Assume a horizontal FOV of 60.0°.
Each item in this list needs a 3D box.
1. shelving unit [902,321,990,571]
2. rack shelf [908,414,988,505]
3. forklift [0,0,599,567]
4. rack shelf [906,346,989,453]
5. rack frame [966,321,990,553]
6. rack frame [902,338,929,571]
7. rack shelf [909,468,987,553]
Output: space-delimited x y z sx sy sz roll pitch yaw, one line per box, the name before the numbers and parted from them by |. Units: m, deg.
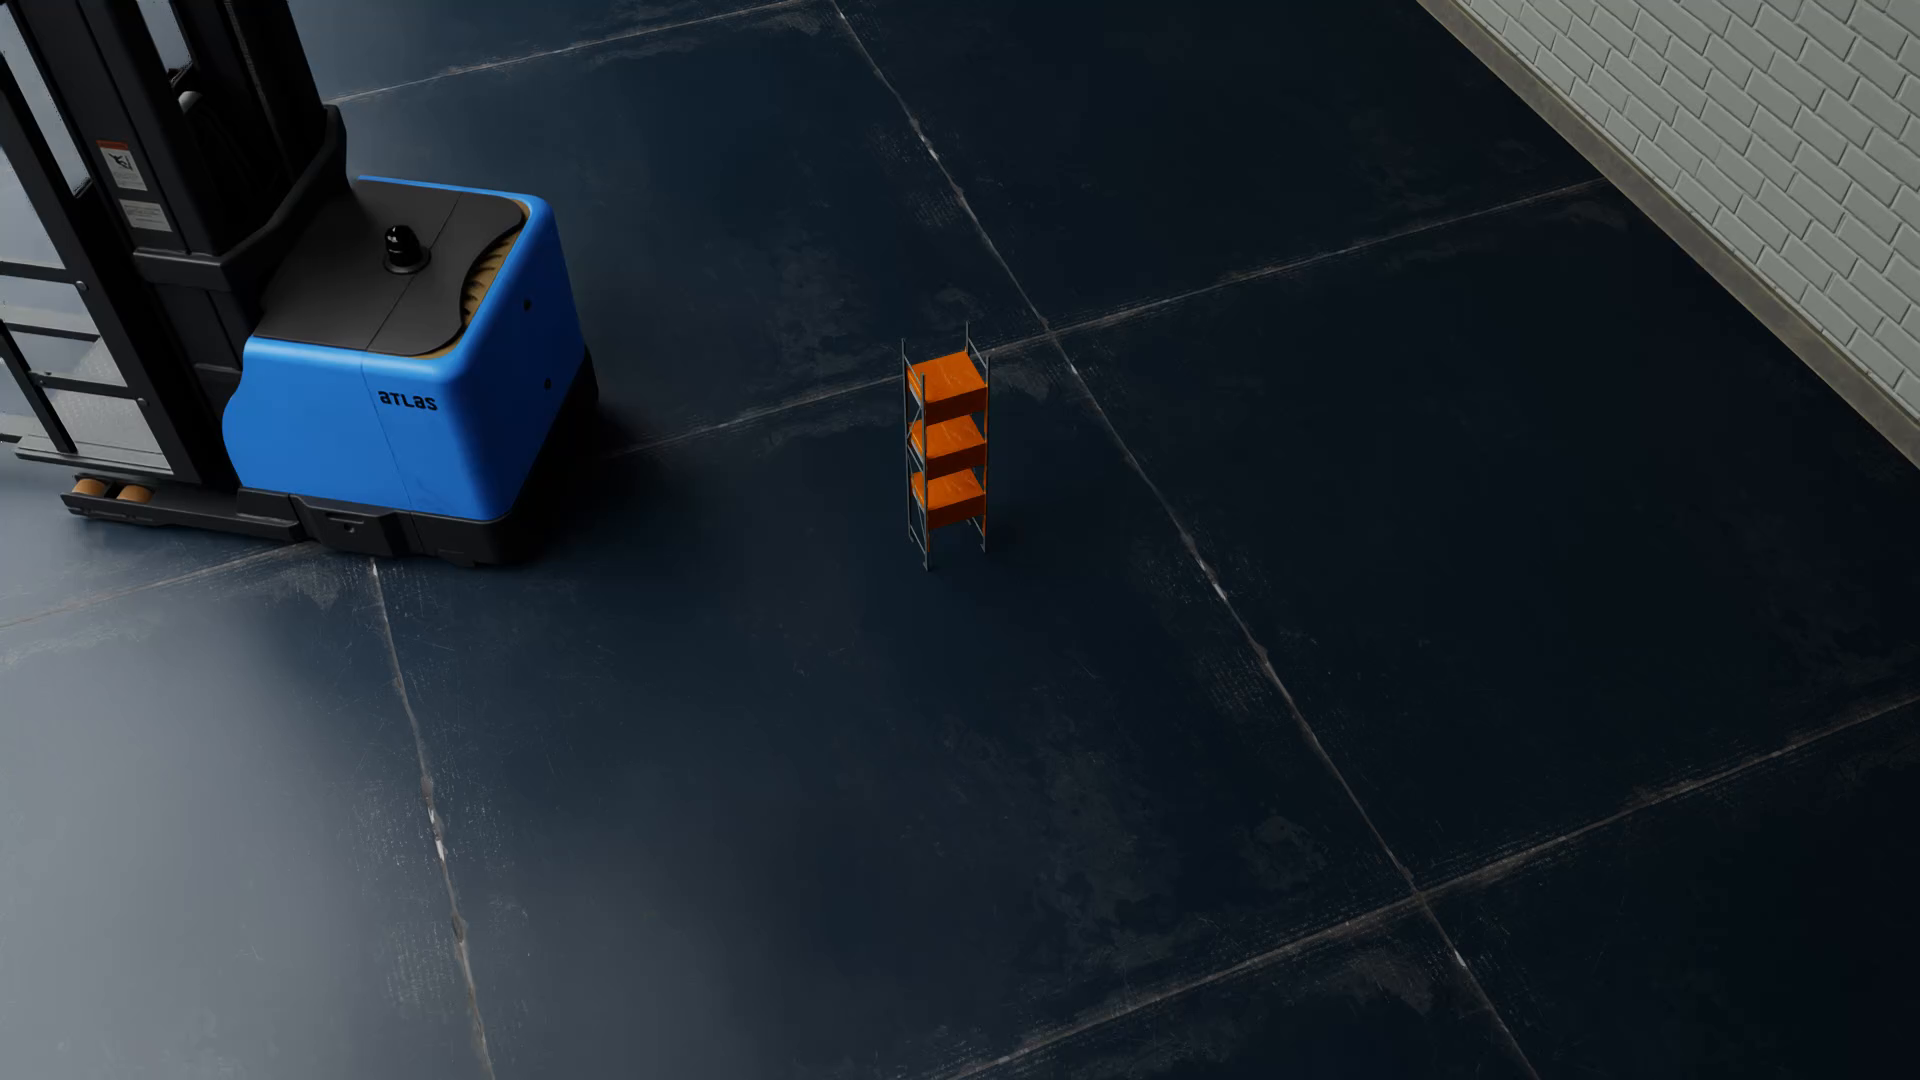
shelving unit | -0.050 -0.327 6.179 0.252 1.050 0.215 -17 52 -14
rack shelf | -0.050 -0.320 6.187 0.240 0.259 0.215 -17 52 -14
forklift | -3.092 -1.400 5.861 3.031 2.935 1.130 8 50 7
rack shelf | -0.050 -0.505 5.972 0.240 0.259 0.215 -17 52 -14
rack frame | 0.063 -0.362 6.209 0.008 1.050 0.200 -17 52 -14
rack frame | -0.162 -0.292 6.149 0.008 1.050 0.200 -17 52 -14
rack shelf | -0.050 -0.139 6.398 0.240 0.259 0.215 -17 52 -14
